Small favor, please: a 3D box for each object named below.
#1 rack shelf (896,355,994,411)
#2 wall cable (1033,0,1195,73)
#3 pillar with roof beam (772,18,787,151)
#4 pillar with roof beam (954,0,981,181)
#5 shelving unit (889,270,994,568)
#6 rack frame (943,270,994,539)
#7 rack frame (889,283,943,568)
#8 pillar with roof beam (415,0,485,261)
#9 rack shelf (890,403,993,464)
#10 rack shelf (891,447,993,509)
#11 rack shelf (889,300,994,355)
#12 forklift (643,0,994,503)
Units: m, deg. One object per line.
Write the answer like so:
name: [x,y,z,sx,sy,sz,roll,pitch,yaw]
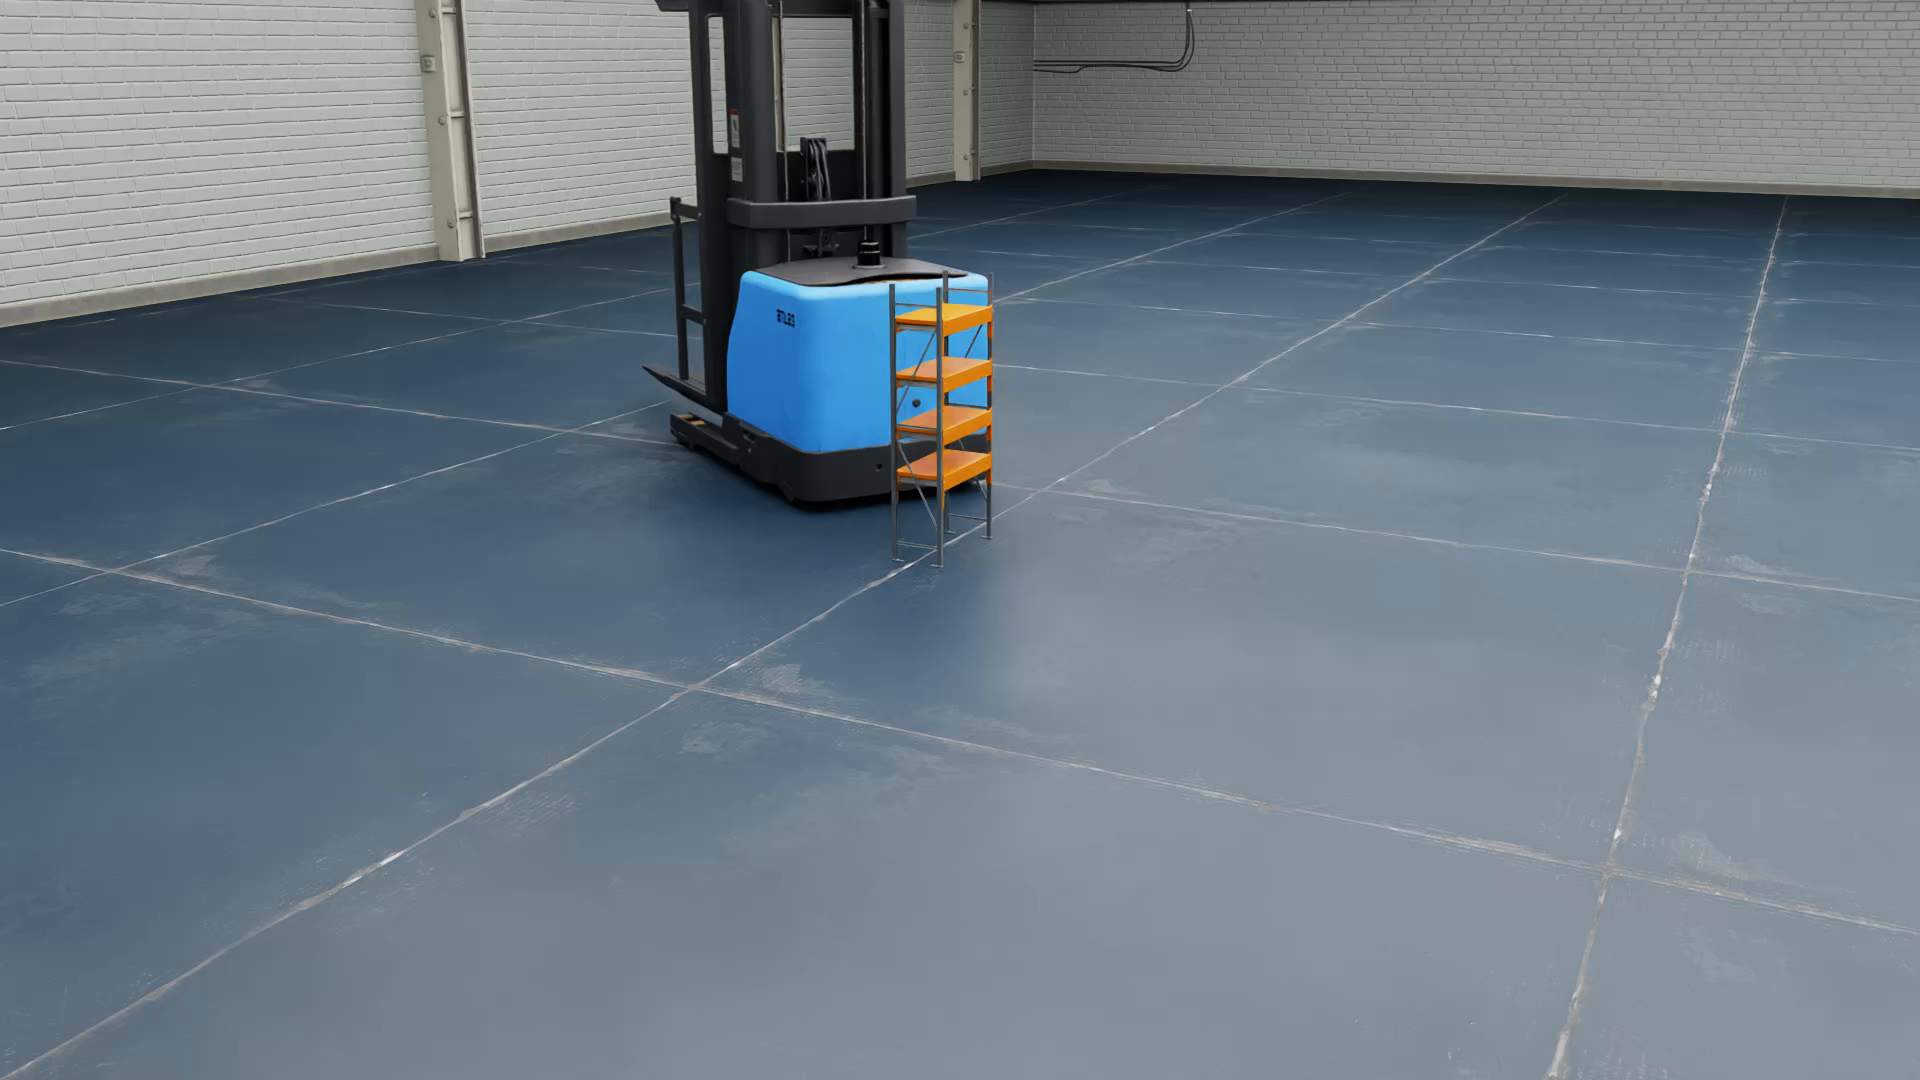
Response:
rack shelf: [-0.074,-0.683,7.167,0.258,0.148,0.480,8,18,25]
wall cable: [2.619,-9.425,28.906,3.097,2.526,0.112,8,18,25]
pillar with roof beam: [1.290,-8.256,19.515,9.100,9.000,0.400,8,18,25]
pillar with roof beam: [3.971,-9.784,24.660,9.100,9.000,0.400,8,18,25]
shelving unit: [-0.074,-0.533,7.212,0.258,1.200,0.503,8,18,25]
rack frame: [0.035,-0.595,7.421,0.240,1.200,0.015,8,18,25]
rack frame: [-0.183,-0.471,7.002,0.240,1.200,0.015,8,18,25]
pillar with roof beam: [-1.391,-6.727,14.369,9.100,9.000,0.400,8,18,25]
rack shelf: [-0.074,-0.469,7.231,0.258,0.148,0.480,8,18,25]
rack shelf: [-0.074,-0.278,7.287,0.258,0.148,0.480,8,18,25]
rack shelf: [-0.074,-0.910,7.100,0.258,0.148,0.480,8,18,25]
forklift: [-0.976,-1.955,8.959,1.130,2.935,3.031,-9,19,-27]
